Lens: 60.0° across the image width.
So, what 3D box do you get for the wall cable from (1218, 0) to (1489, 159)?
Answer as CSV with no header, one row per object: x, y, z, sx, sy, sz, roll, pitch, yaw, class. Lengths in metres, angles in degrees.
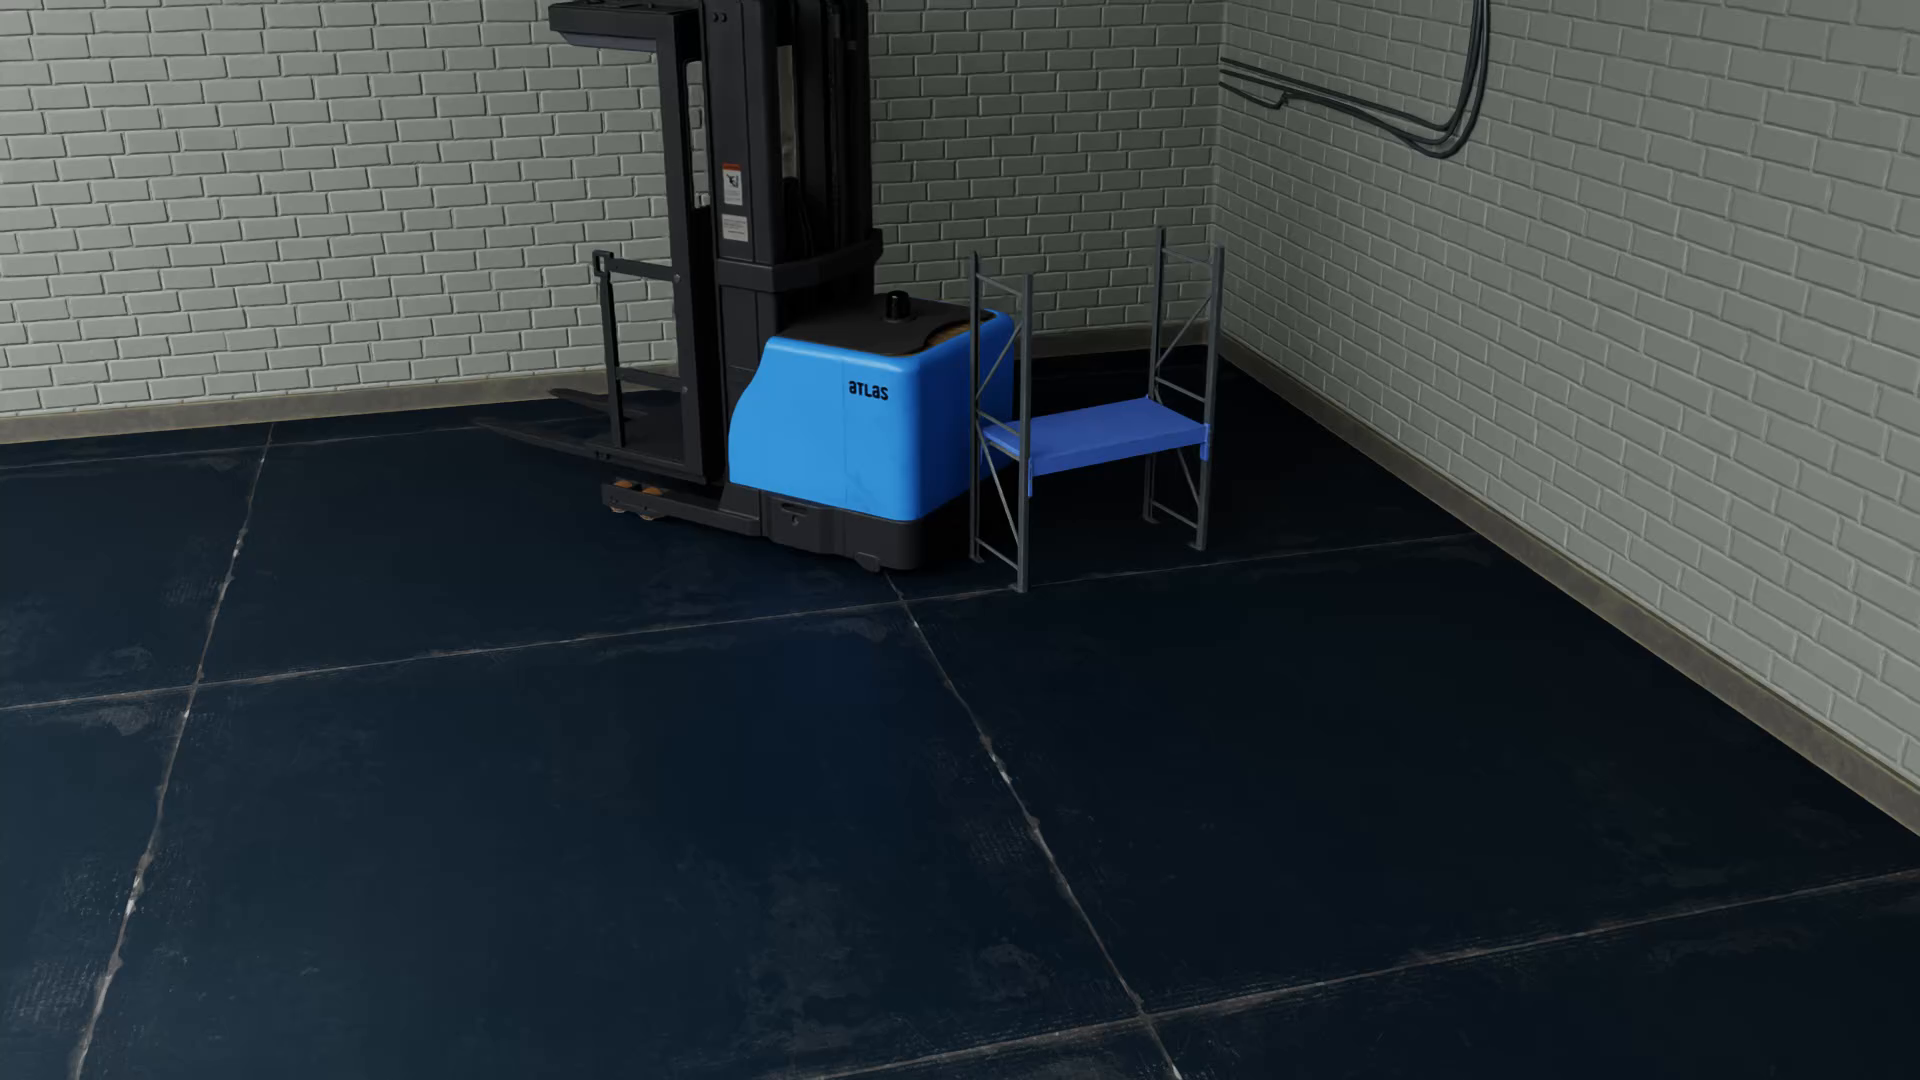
2.034,-3.499,8.930,0.112,2.526,3.097,-6,24,-14,wall cable

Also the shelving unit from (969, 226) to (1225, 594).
0.624,-0.625,7.804,1.048,1.500,0.538,-12,26,-26,shelving unit

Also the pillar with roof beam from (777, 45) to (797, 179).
0.003,-3.480,4.948,0.400,9.000,9.100,-6,24,-14,pillar with roof beam

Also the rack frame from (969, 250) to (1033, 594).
0.179,-0.528,7.579,0.032,1.500,0.500,-12,26,-26,rack frame

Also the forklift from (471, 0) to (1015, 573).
-1.249,-1.609,8.283,3.031,2.935,1.130,13,27,28,forklift

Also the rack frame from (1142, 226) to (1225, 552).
1.069,-0.722,8.030,0.032,1.500,0.500,-12,26,-26,rack frame

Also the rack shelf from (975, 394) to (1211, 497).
0.624,-0.460,7.875,1.000,0.185,0.538,-12,26,-26,rack shelf
